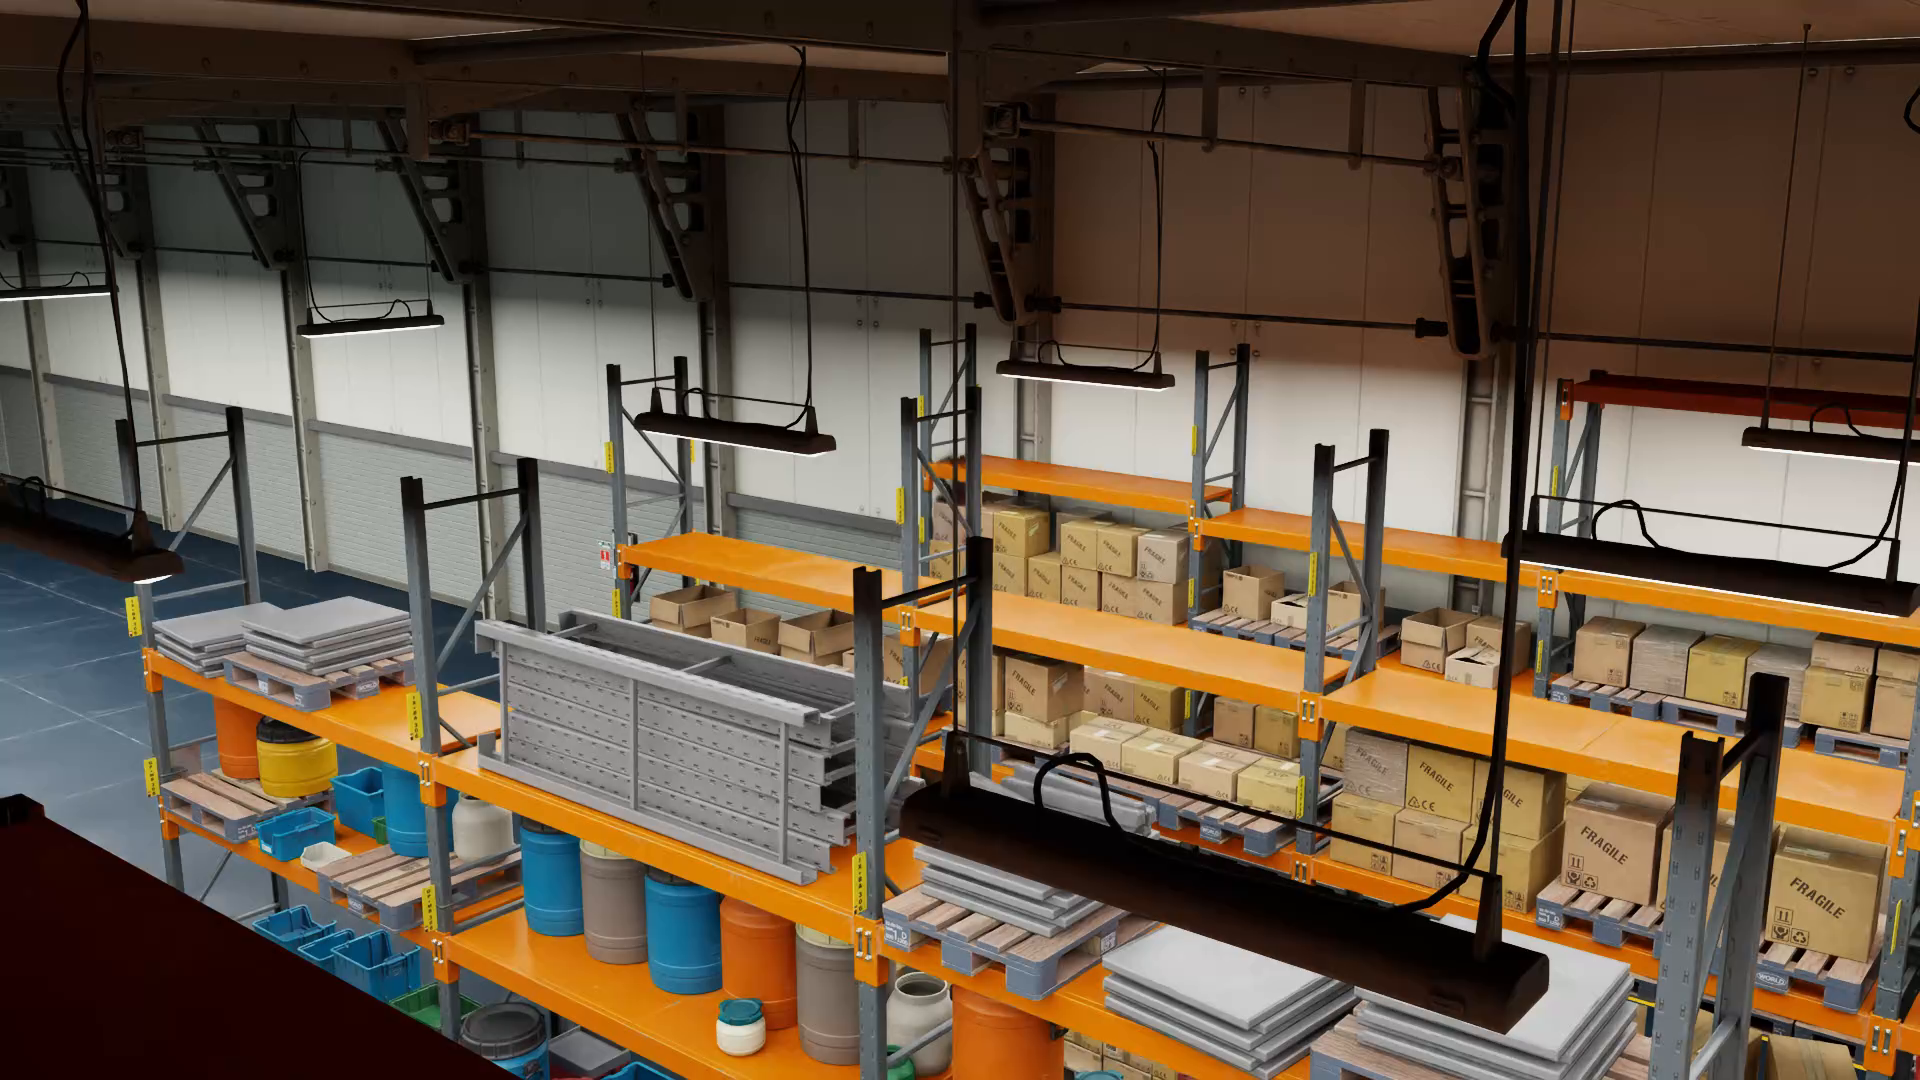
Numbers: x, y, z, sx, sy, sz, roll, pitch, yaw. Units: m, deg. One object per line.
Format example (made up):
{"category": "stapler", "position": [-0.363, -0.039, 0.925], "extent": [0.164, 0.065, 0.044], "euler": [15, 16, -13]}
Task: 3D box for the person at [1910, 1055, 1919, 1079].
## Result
{"category": "person", "position": [7.554, 4.324, 13.043], "extent": [0.975, 1.743, 0.604], "euler": [9, 16, 35]}
